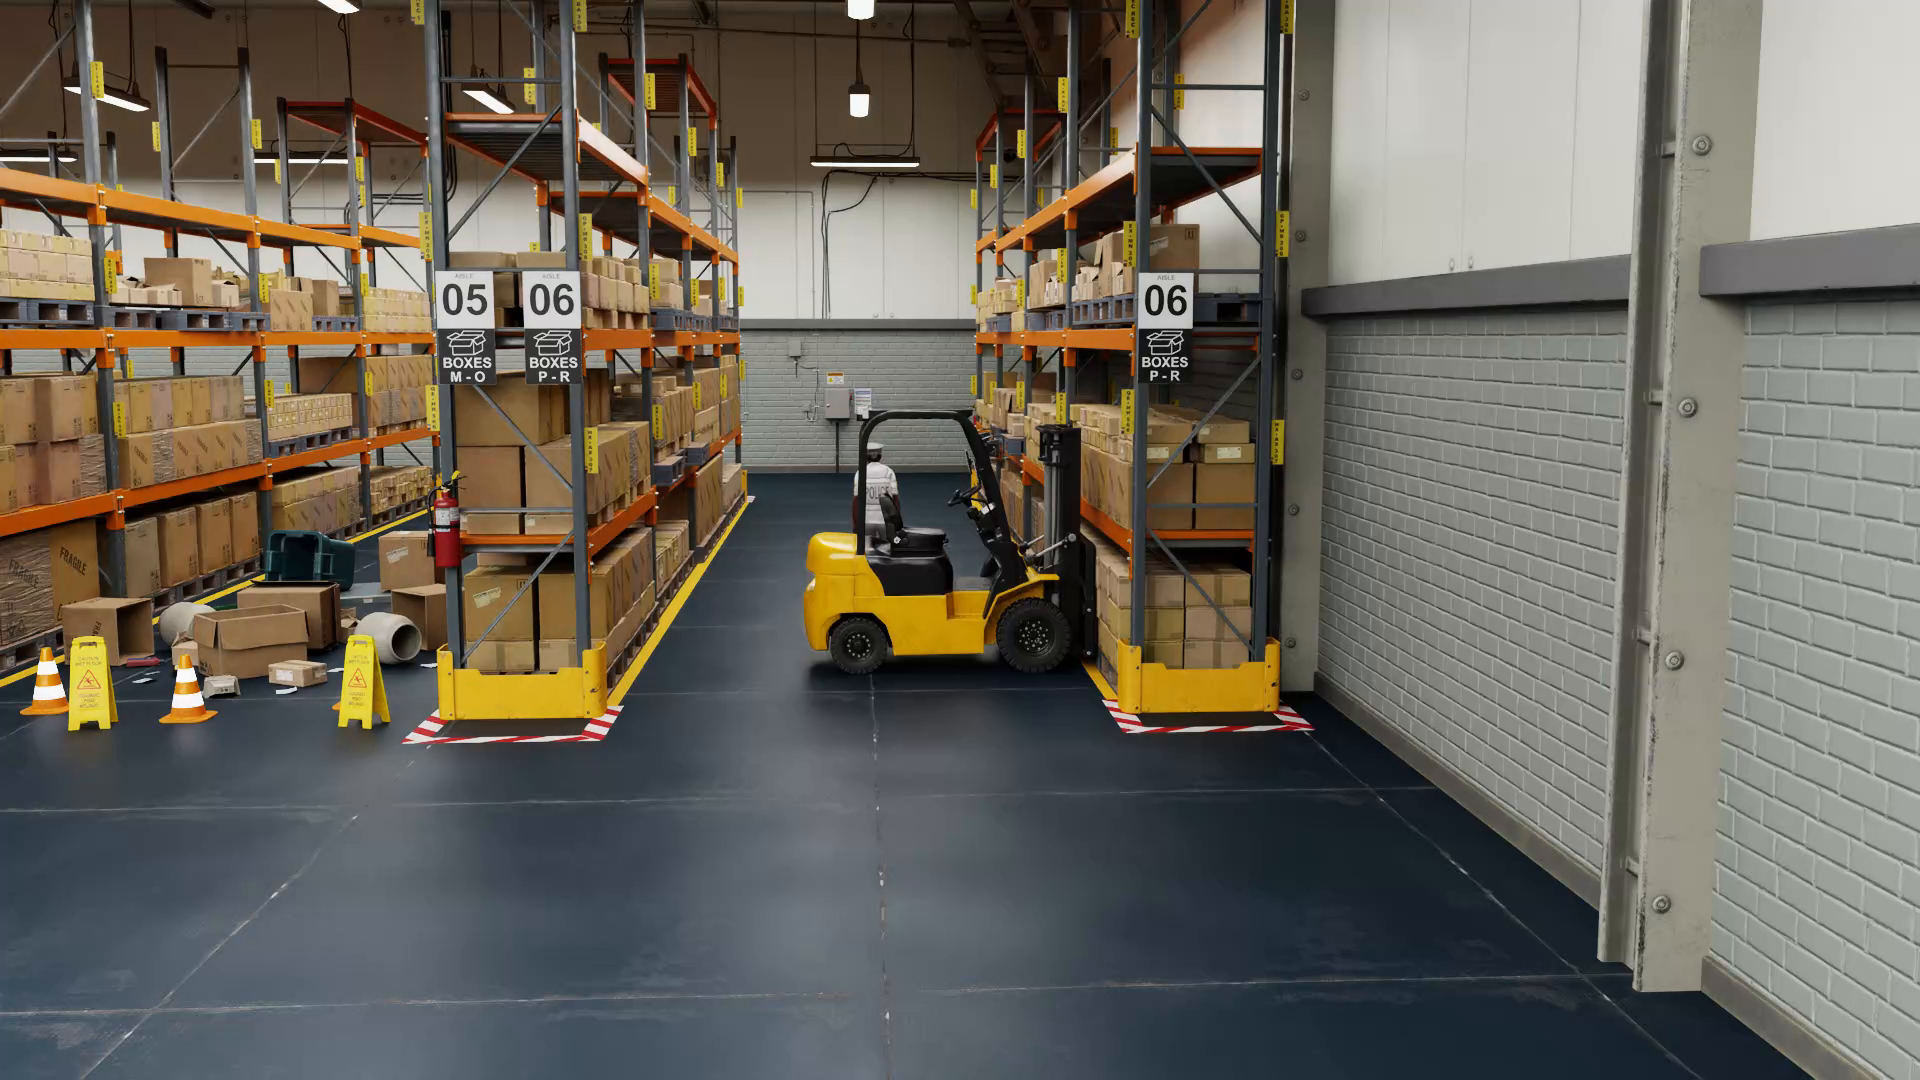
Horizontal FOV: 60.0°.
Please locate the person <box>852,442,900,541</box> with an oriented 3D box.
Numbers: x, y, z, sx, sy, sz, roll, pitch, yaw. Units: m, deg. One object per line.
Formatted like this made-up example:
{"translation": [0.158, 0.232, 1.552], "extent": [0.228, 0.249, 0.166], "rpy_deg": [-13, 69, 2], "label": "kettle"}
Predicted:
{"translation": [-0.853, -0.167, 17.127], "extent": [0.523, 1.658, 0.427], "rpy_deg": [-1, 7, -7], "label": "person"}
